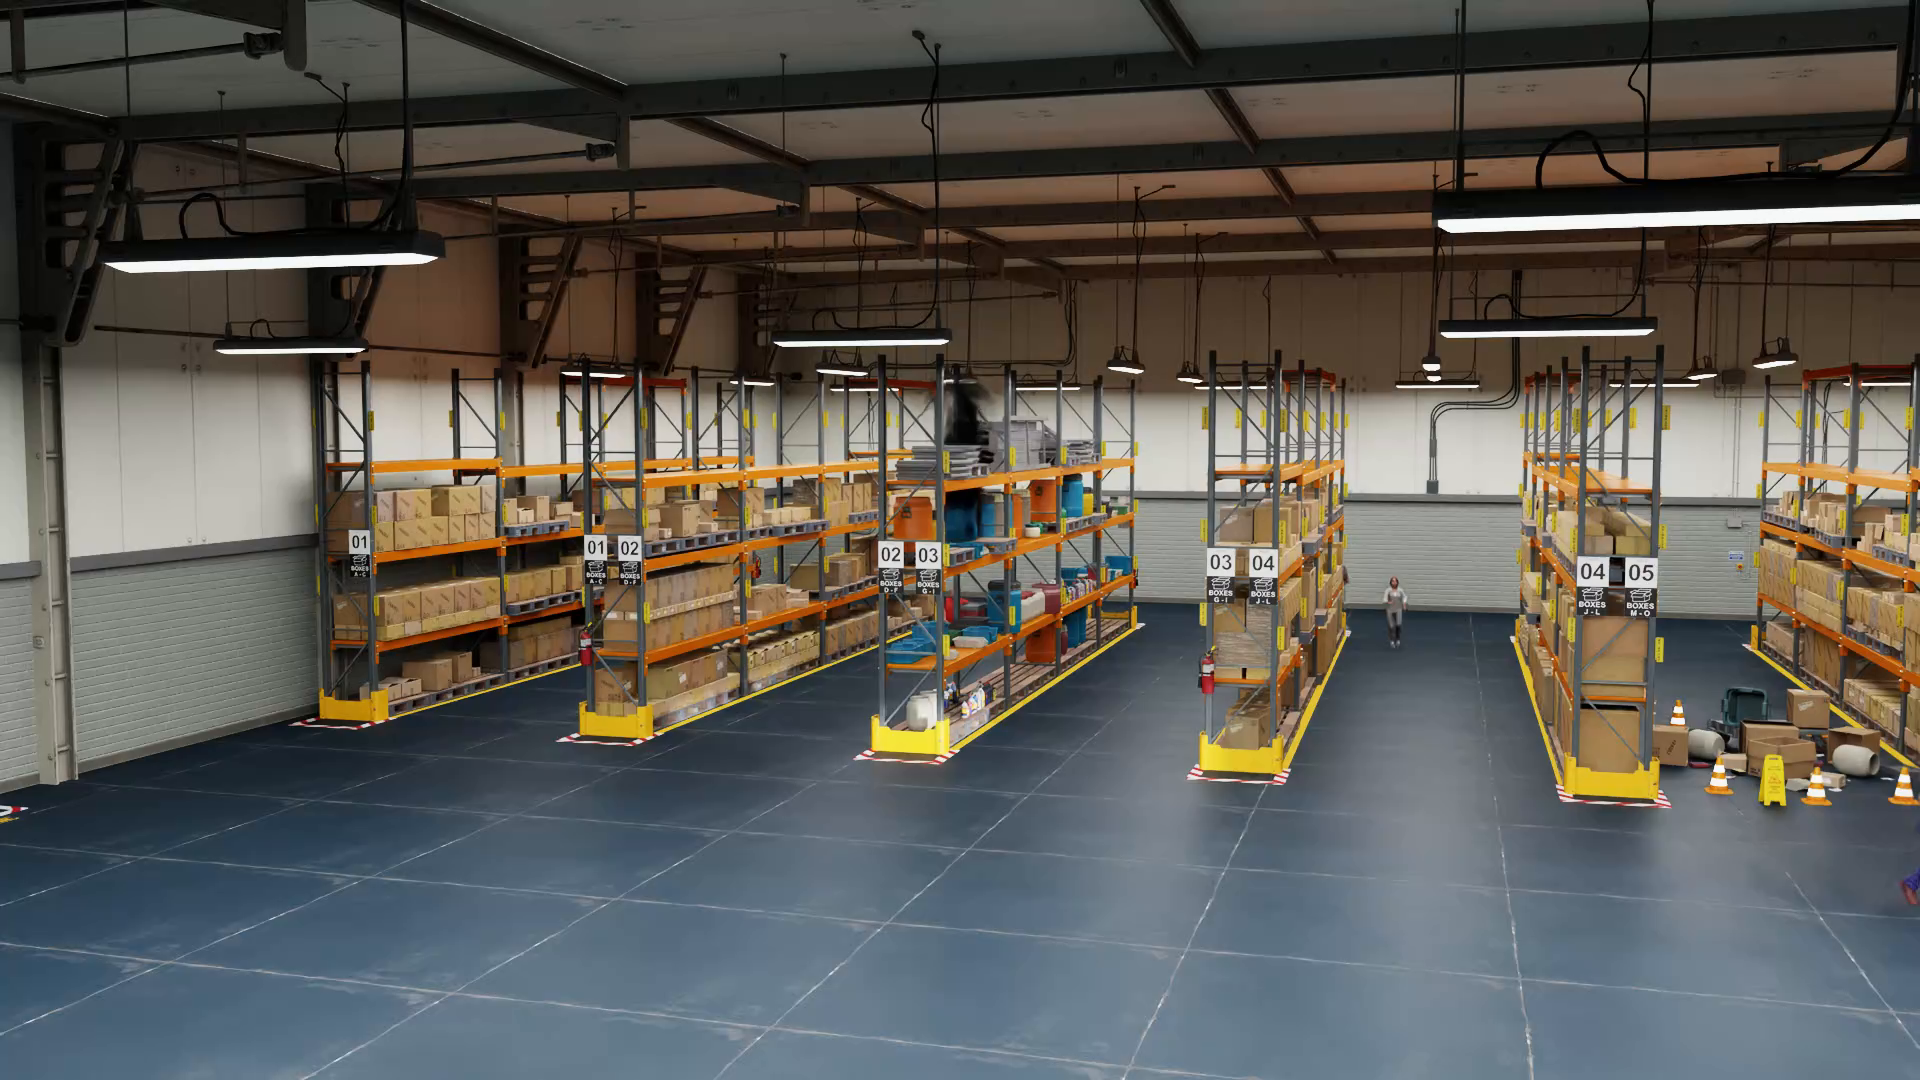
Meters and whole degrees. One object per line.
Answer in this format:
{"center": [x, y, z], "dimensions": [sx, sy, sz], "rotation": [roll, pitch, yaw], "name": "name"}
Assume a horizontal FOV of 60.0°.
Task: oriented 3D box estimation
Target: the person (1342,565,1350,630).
{"center": [9.123, 1.304, 40.344], "dimensions": [0.747, 1.705, 0.935], "rotation": [-3, 5, -36], "name": "person"}

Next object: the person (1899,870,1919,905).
{"center": [10.038, 2.988, 16.739], "dimensions": [0.643, 1.640, 0.959], "rotation": [-2, 5, -26], "name": "person"}

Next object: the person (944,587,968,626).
{"center": [-0.104, 1.785, 33.276], "dimensions": [0.633, 1.741, 0.692], "rotation": [1, 4, 16], "name": "person"}

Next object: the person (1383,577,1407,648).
{"center": [9.548, 1.592, 36.503], "dimensions": [0.511, 1.570, 0.636], "rotation": [1, 4, 14], "name": "person"}
